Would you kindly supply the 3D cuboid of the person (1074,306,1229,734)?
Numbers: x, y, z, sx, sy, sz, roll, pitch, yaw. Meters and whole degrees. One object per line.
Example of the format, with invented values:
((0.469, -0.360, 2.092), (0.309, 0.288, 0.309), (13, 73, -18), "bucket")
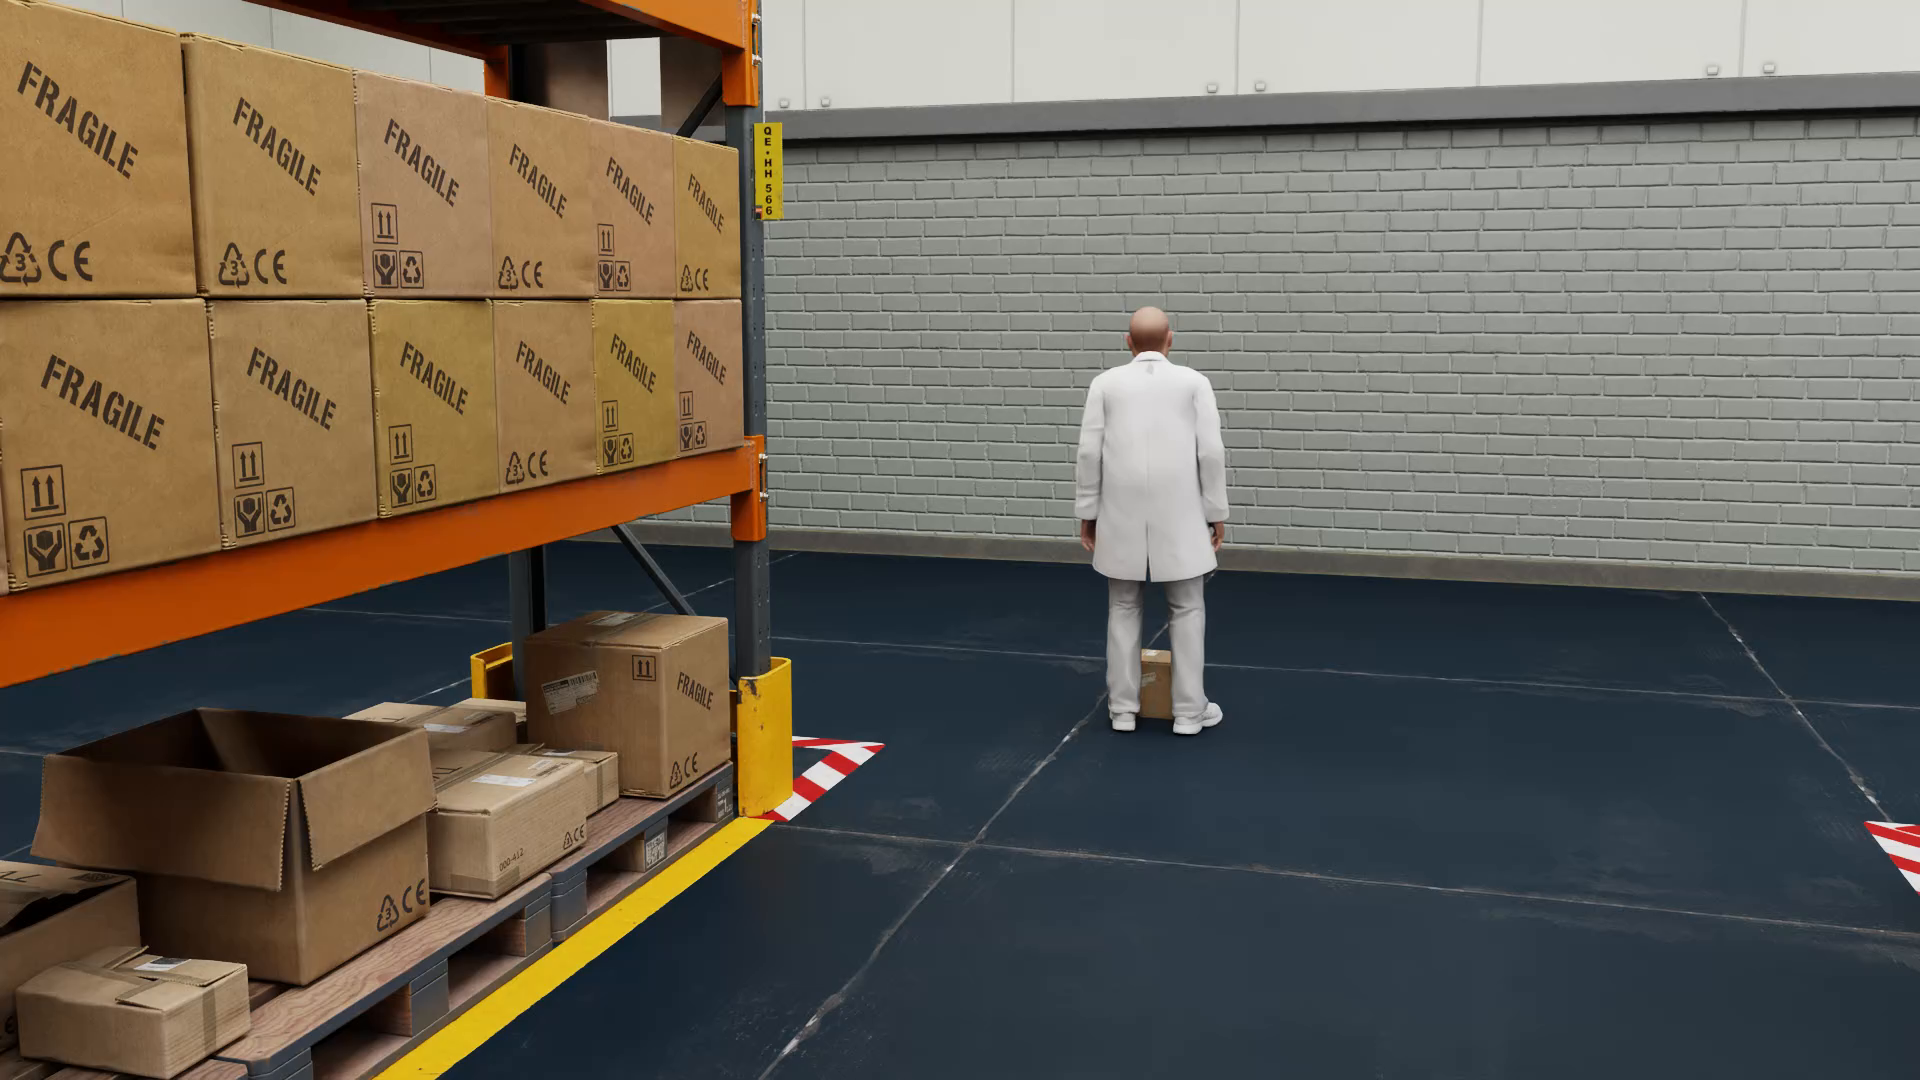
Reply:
((0.801, -0.086, 6.982), (0.649, 1.772, 0.429), (2, 8, 13), "person")
